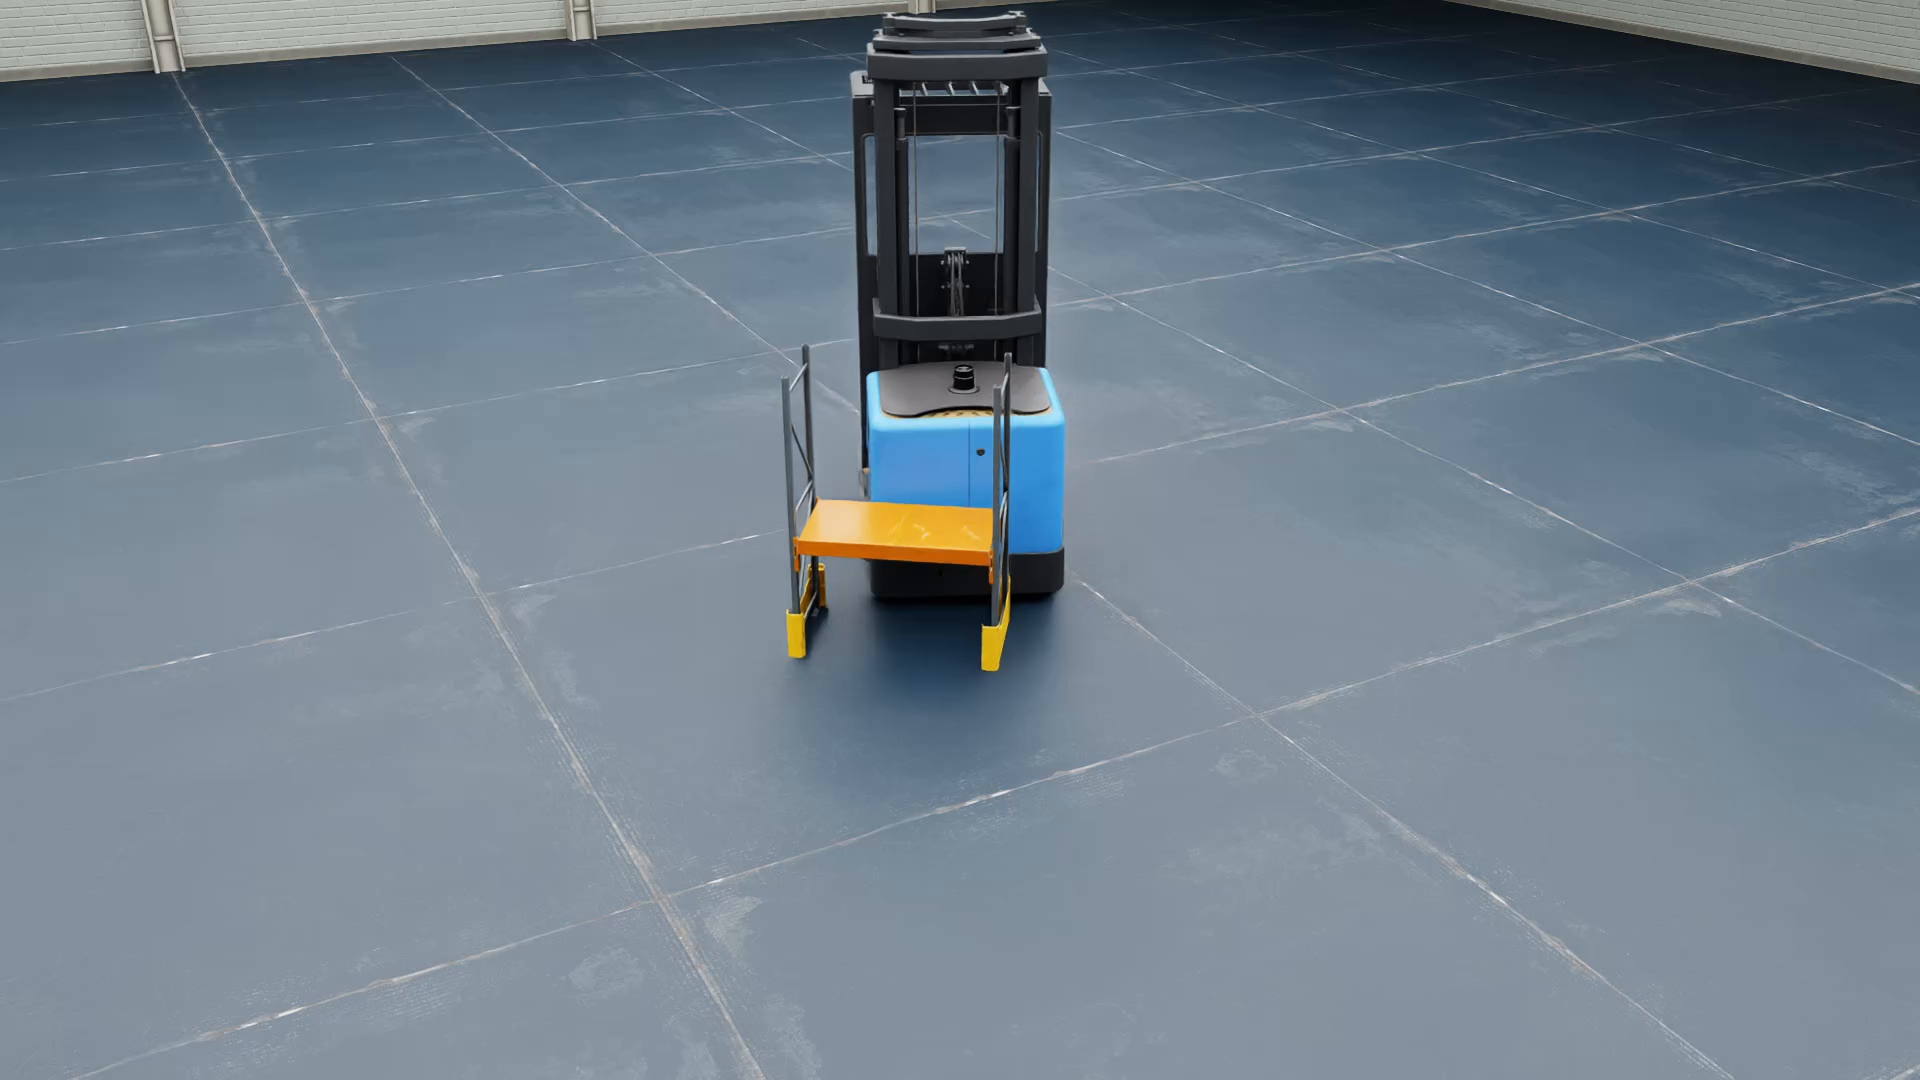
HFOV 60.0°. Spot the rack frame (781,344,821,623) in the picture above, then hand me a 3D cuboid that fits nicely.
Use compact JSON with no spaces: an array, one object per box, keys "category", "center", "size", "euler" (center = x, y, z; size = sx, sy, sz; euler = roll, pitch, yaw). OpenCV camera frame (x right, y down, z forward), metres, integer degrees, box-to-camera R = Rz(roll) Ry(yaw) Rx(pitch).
[{"category":"rack frame","center":[-0.802,-0.198,8.430],"size":[0.032,1.500,0.500],"euler":[3,26,7]}]

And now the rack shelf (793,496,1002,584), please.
[{"category":"rack shelf","center":[-0.298,-0.007,8.447],"size":[1.000,0.185,0.538],"euler":[3,26,7]}]

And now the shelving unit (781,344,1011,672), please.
[{"category":"shelving unit","center":[-0.307,-0.170,8.370],"size":[1.083,1.500,0.587],"euler":[3,26,7]}]

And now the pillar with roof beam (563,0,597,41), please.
[{"category":"pillar with roof beam","center":[-3.933,-10.322,20.852],"size":[0.400,9.000,9.100],"euler":[-13,29,-25]}]

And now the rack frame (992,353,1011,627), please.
[{"category":"rack frame","center":[0.206,-0.140,8.308],"size":[0.032,1.500,0.500],"euler":[3,26,7]}]

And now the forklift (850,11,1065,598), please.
[{"category":"forklift","center":[-0.065,-1.611,9.719],"size":[1.130,2.935,3.031],"euler":[-2,26,-4]}]

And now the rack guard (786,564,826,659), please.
[{"category":"rack guard","center":[-0.801,0.365,8.700],"size":[0.087,0.250,0.587],"euler":[3,26,7]}]

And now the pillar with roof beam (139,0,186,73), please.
[{"category":"pillar with roof beam","center":[-9.227,-9.100,18.307],"size":[0.400,9.000,9.100],"euler":[-13,29,-25]}]

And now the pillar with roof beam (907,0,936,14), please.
[{"category":"pillar with roof beam","center":[1.362,-11.544,23.397],"size":[0.400,9.000,9.100],"euler":[-13,29,-25]}]

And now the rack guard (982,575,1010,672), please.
[{"category":"rack guard","center":[0.187,0.422,8.581],"size":[0.087,0.250,0.587],"euler":[3,26,7]}]
